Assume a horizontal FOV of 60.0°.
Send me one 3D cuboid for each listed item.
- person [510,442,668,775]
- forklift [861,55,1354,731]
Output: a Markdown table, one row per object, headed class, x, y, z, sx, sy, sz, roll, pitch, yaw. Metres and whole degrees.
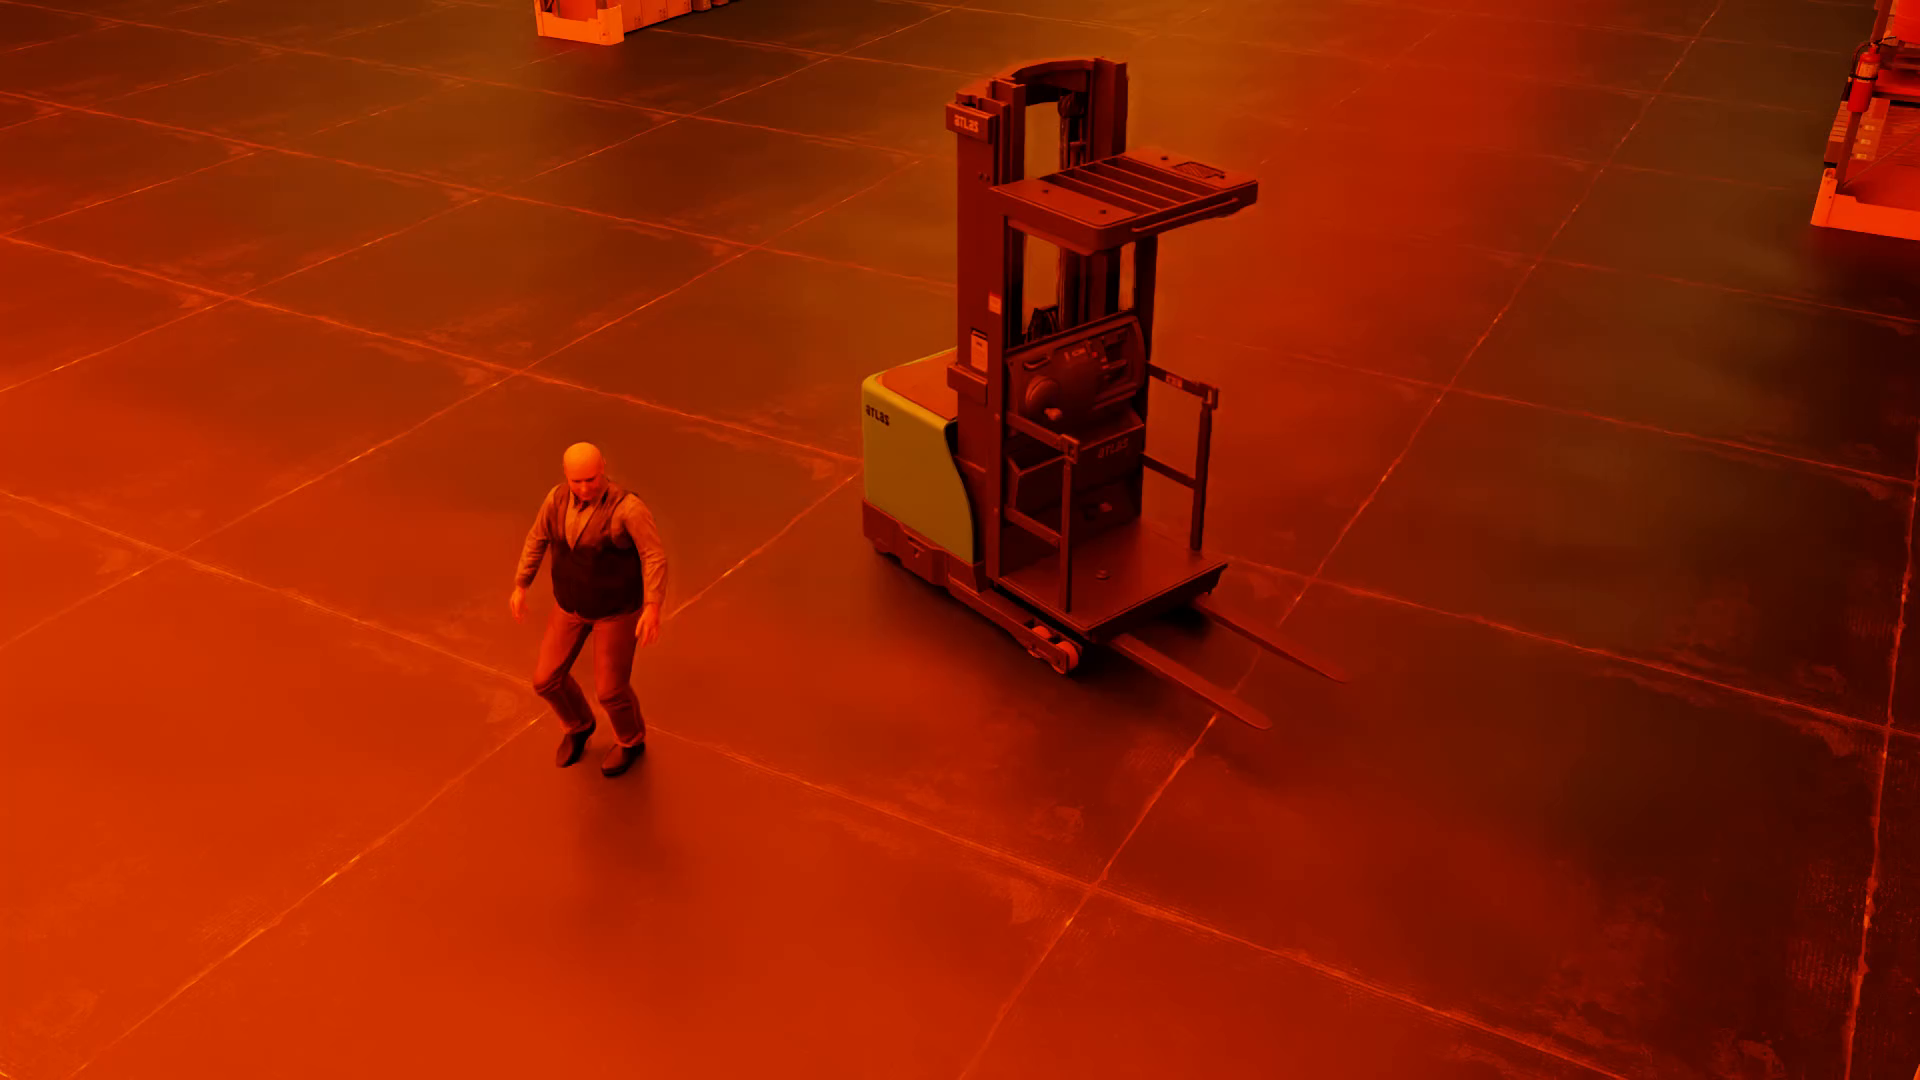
| class | x | y | z | sx | sy | sz | roll | pitch | yaw |
| --- | --- | --- | --- | --- | --- | --- | --- | --- | --- |
| person | -1.687 | 0.358 | 7.722 | 0.843 | 1.729 | 0.497 | 14 | 33 | 23 |
| forklift | 0.751 | -0.851 | 8.544 | 1.130 | 2.935 | 3.031 | -23 | 37 | -34 |
